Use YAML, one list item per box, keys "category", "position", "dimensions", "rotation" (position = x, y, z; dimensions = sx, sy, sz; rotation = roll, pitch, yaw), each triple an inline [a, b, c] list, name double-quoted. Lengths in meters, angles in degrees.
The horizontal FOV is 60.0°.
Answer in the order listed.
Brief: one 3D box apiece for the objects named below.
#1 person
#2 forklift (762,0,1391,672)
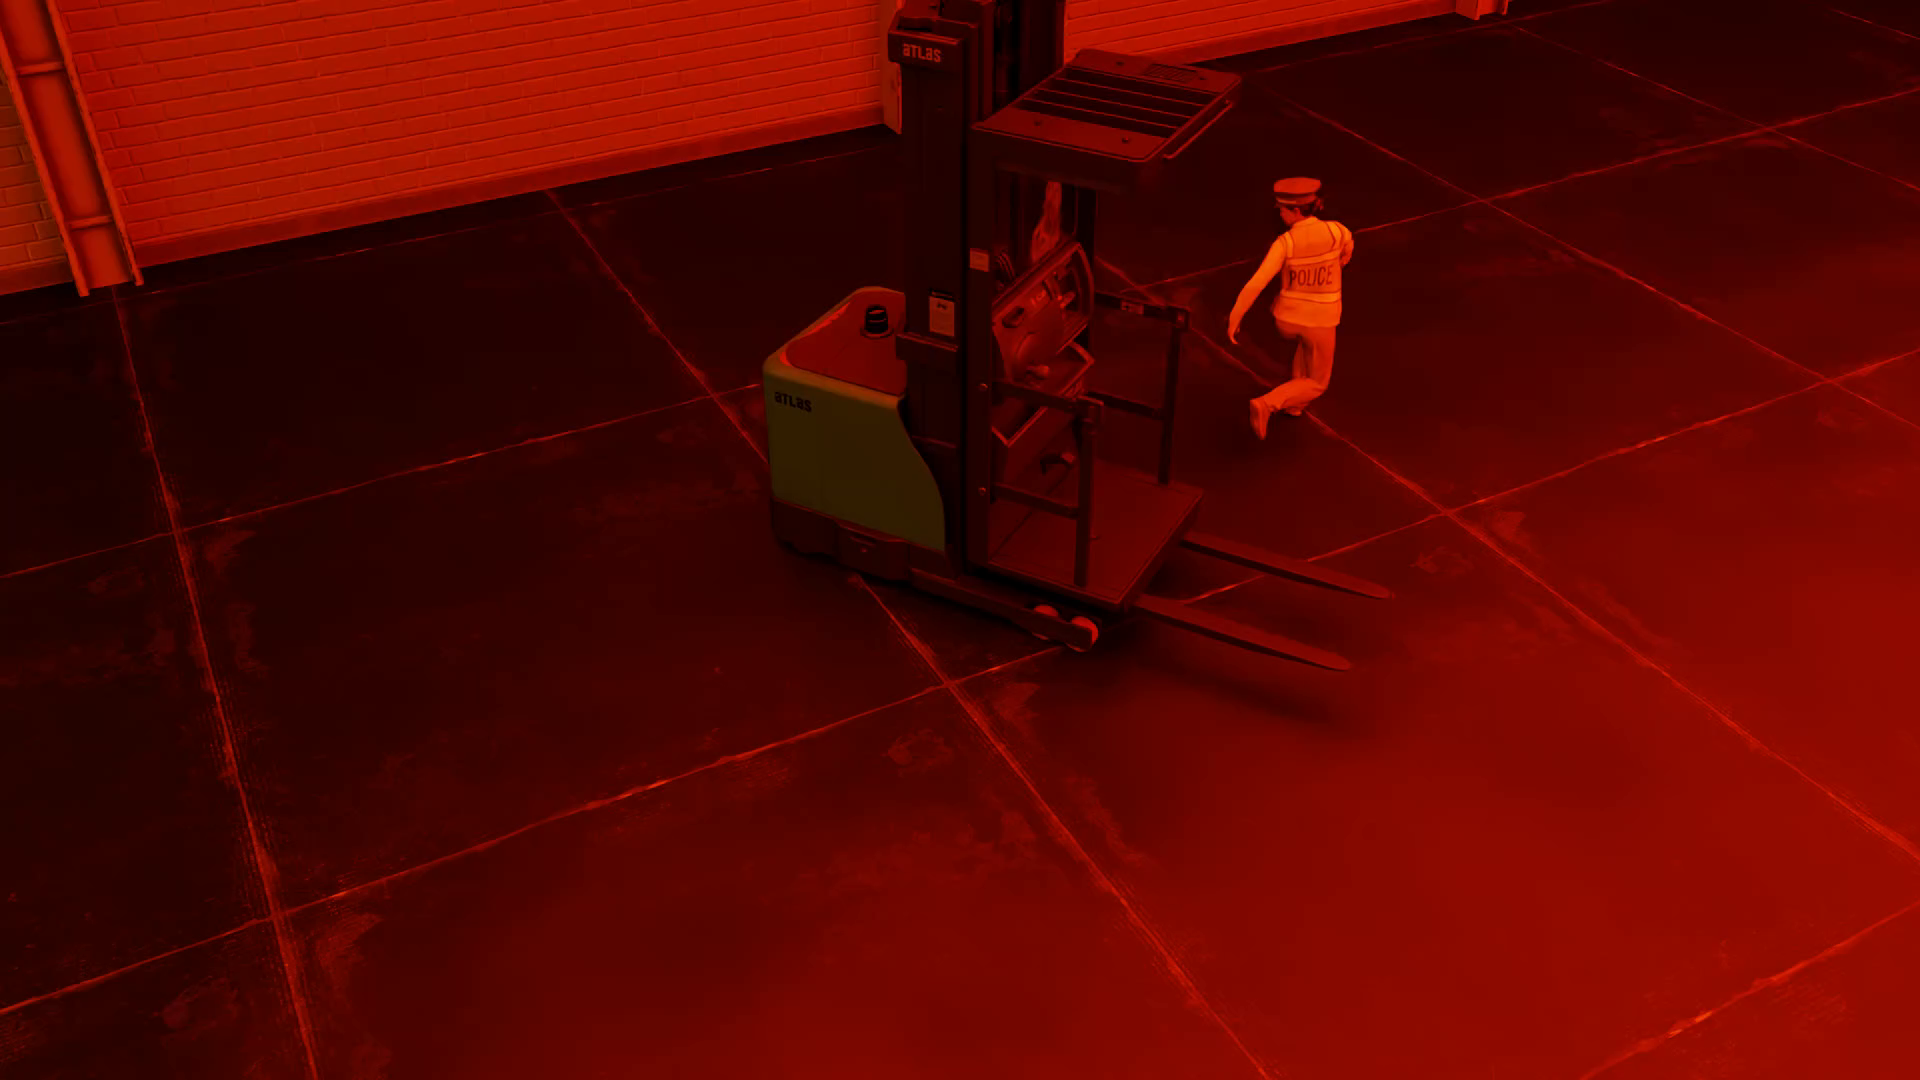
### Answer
- category: "person"
  position: [1.838, -1.281, 9.271]
  dimensions: [0.564, 1.449, 0.844]
  rotation: [17, 39, 22]
- category: "forklift"
  position: [0.567, -1.018, 7.563]
  dimensions: [3.031, 2.935, 1.130]
  rotation: [18, 39, 23]
